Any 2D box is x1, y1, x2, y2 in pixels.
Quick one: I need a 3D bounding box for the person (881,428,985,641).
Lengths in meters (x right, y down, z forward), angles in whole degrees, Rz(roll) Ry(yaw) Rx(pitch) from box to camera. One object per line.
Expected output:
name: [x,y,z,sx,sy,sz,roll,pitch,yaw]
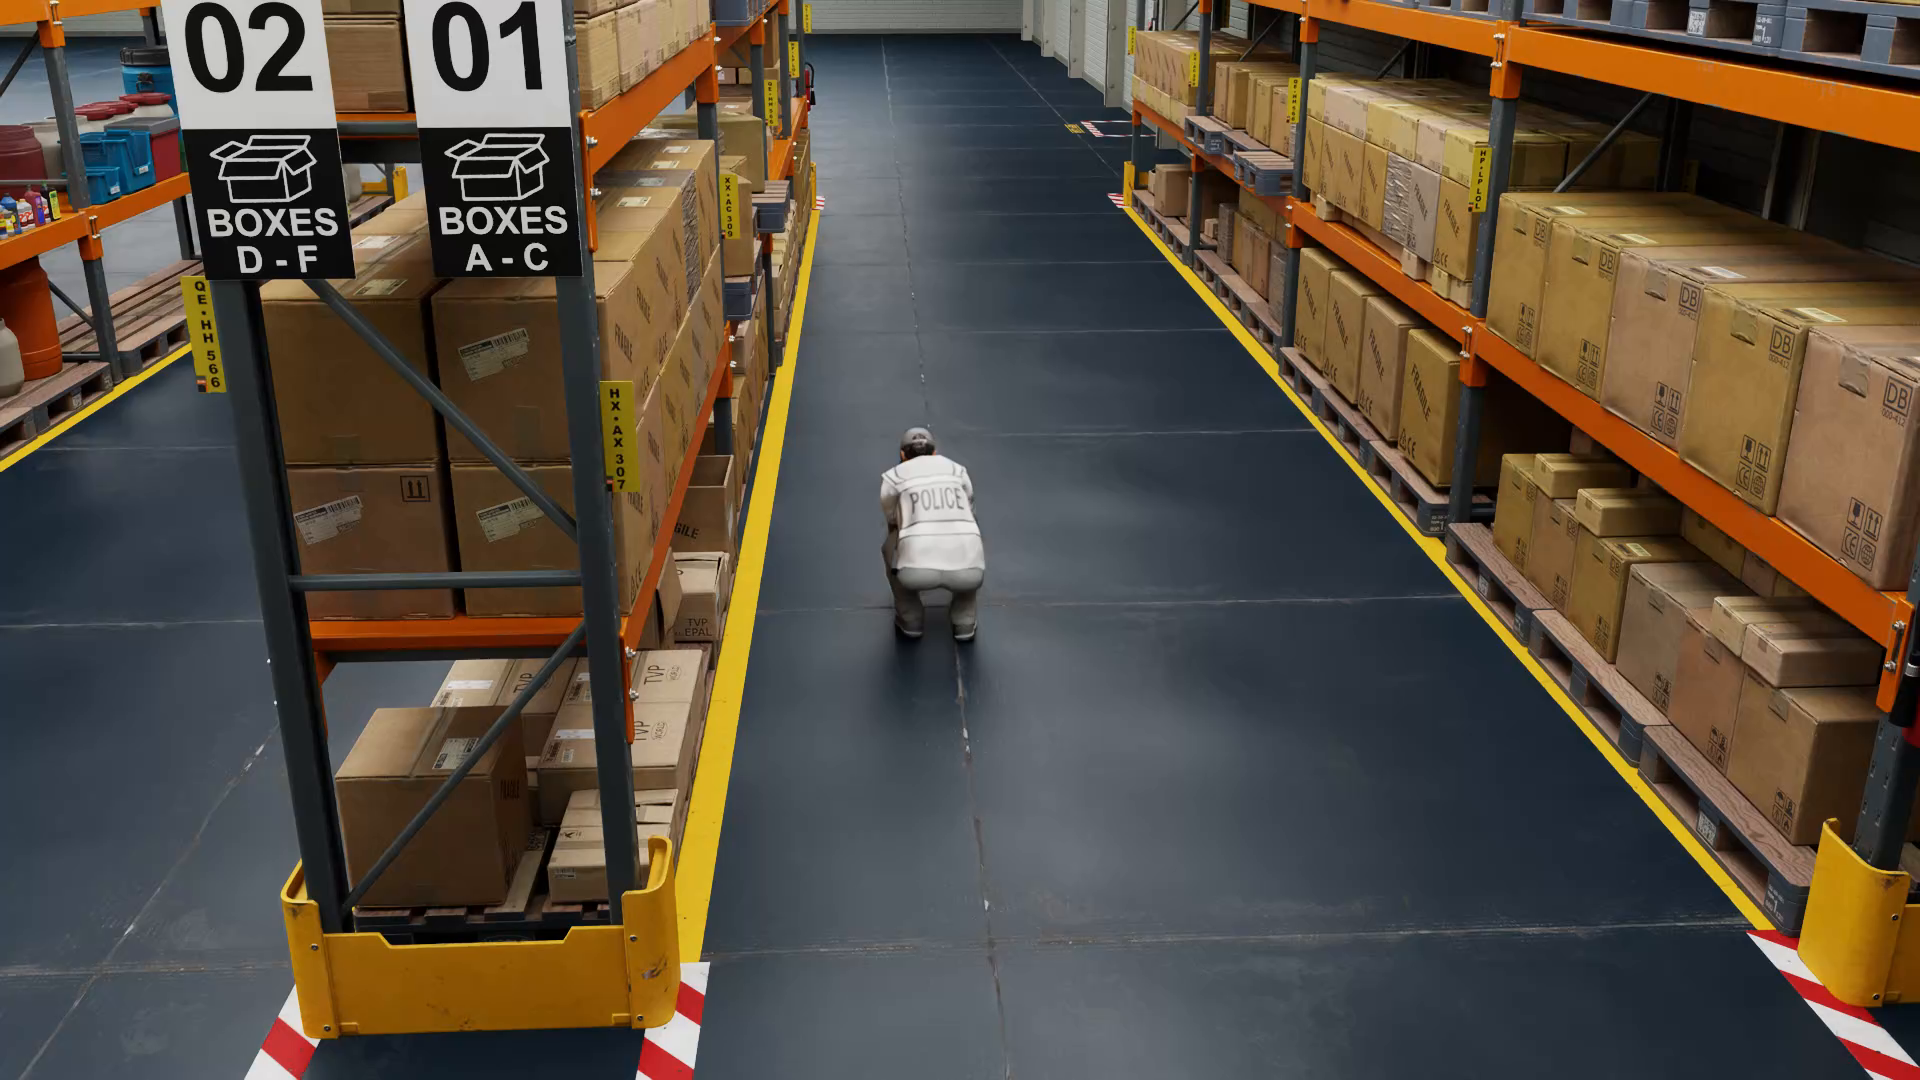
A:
person: [-0.133,-0.026,8.187,0.505,0.951,0.867,-2,21,-5]
